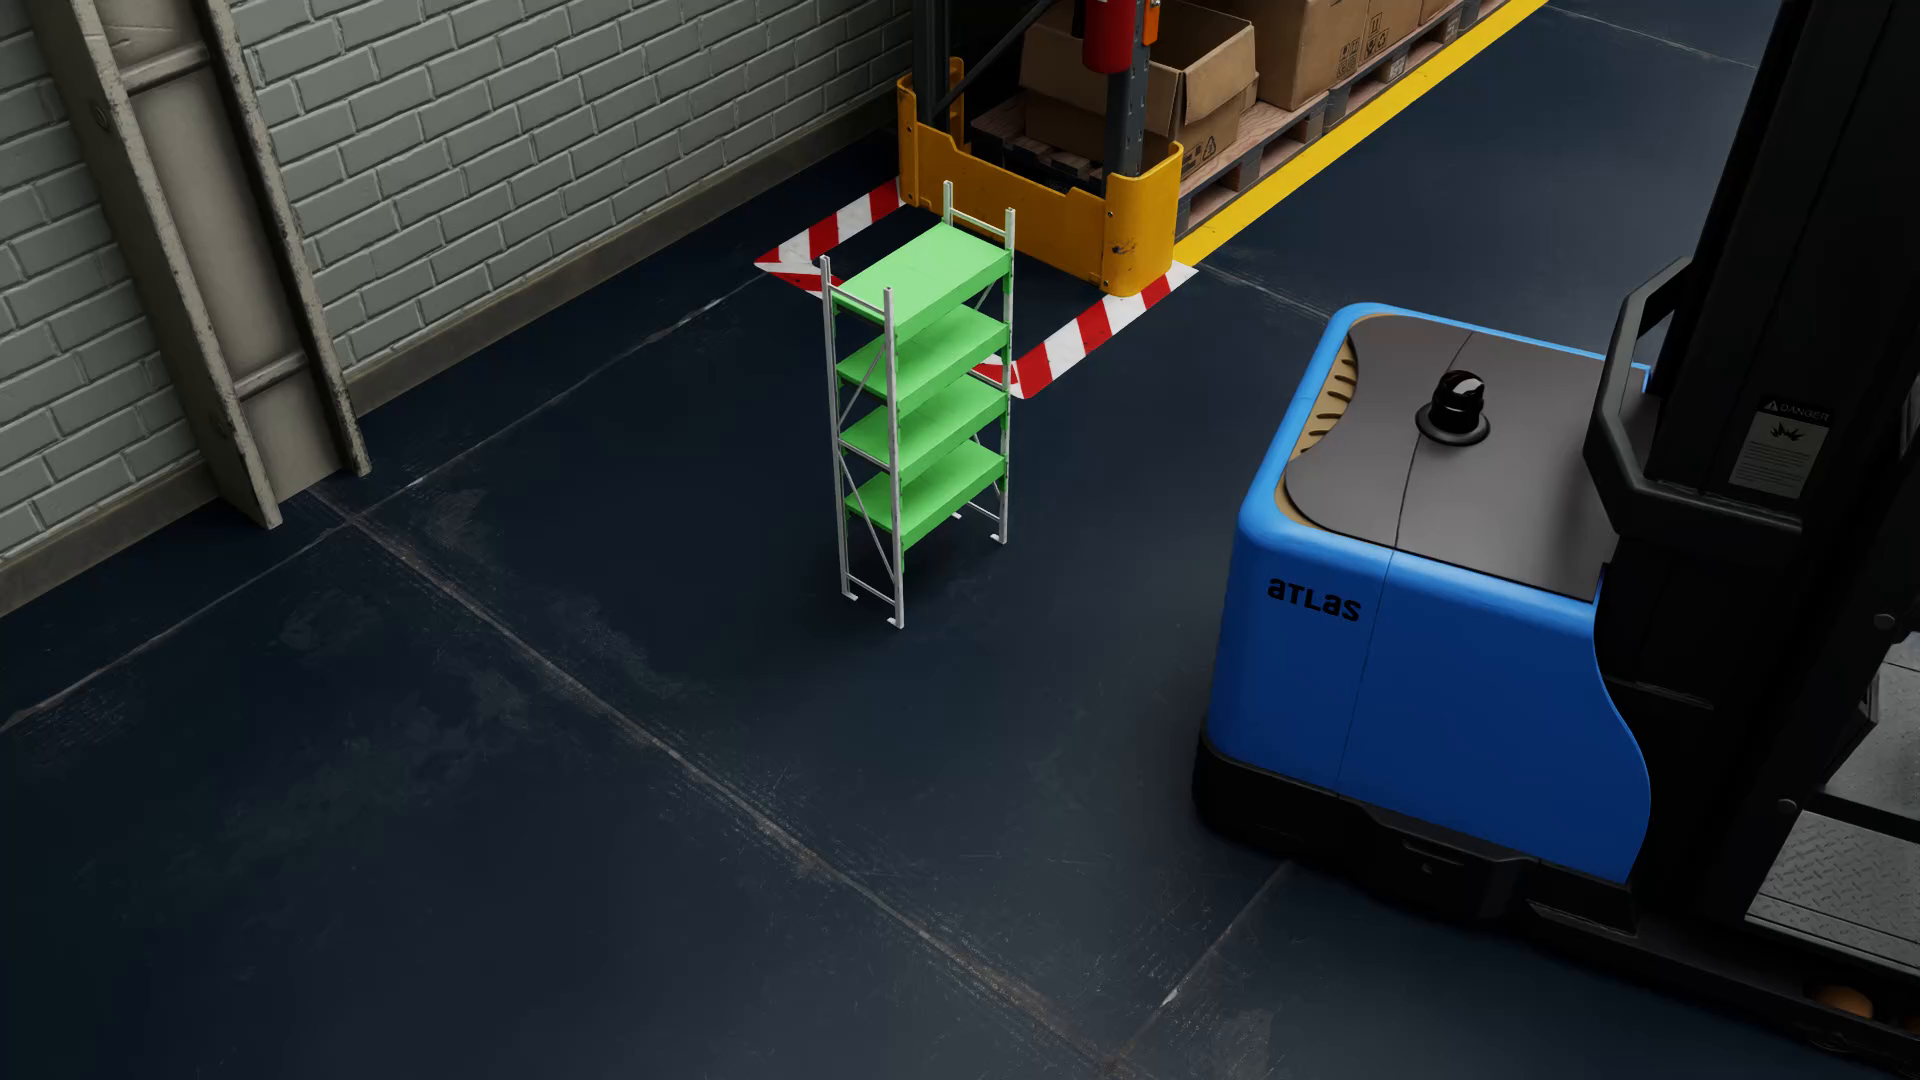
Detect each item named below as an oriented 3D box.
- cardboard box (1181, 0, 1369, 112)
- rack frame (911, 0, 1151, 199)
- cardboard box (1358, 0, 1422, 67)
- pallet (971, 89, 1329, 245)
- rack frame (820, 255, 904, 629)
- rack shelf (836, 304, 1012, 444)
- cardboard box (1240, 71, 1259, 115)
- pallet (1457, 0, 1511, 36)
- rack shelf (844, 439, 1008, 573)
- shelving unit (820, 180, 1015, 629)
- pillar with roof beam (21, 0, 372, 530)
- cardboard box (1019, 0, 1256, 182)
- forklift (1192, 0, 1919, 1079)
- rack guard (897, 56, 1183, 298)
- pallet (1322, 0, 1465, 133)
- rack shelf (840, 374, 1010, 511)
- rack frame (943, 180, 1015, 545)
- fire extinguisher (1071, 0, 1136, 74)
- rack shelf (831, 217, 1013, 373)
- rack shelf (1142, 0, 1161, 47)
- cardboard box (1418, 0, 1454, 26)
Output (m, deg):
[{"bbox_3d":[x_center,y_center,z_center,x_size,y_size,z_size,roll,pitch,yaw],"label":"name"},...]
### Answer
[{"bbox_3d":[1.283,-2.234,7.023,0.700,0.500,0.500,32,51,30],"label":"cardboard box"},{"bbox_3d":[0.237,-2.306,5.556,1.000,3.000,0.127,29,50,28],"label":"rack frame"},{"bbox_3d":[1.700,-2.462,7.274,0.500,0.500,0.500,30,50,29],"label":"cardboard box"},{"bbox_3d":[0.799,-1.724,6.989,1.003,0.211,1.213,29,50,28],"label":"pallet"},{"bbox_3d":[-0.264,-0.233,4.614,0.240,1.200,0.015,29,50,28],"label":"rack frame"},{"bbox_3d":[-0.107,-0.489,4.634,0.258,0.148,0.480,29,50,28],"label":"rack shelf"},{"bbox_3d":[1.007,-1.882,6.897,0.380,0.149,0.250,28,49,27],"label":"cardboard box"},{"bbox_3d":[2.369,-2.980,8.371,1.003,0.211,1.213,29,50,28],"label":"pallet"},{"bbox_3d":[-0.107,-0.134,4.957,0.258,0.148,0.480,29,50,28],"label":"rack shelf"},{"bbox_3d":[-0.107,-0.359,4.753,0.258,1.200,0.503,29,50,28],"label":"shelving unit"},{"bbox_3d":[1.107,-1.663,0.390,9.100,9.000,0.400,29,50,28],"label":"pillar with roof beam"},{"bbox_3d":[0.704,-1.811,6.556,0.797,0.503,0.637,28,49,27],"label":"cardboard box"},{"bbox_3d":[2.178,-0.237,3.332,3.031,2.935,1.130,16,45,17],"label":"forklift"},{"bbox_3d":[0.286,-1.420,6.440,1.175,0.500,0.348,29,50,28],"label":"rack guard"},{"bbox_3d":[1.584,-2.349,7.677,1.003,0.211,1.213,29,50,28],"label":"pallet"},{"bbox_3d":[-0.107,-0.311,4.796,0.258,0.148,0.480,29,50,28],"label":"rack shelf"},{"bbox_3d":[0.051,-0.484,4.891,0.240,1.200,0.015,29,50,28],"label":"rack frame"},{"bbox_3d":[0.496,-1.863,5.404,0.296,0.674,0.183,29,50,28],"label":"fire extinguisher"},{"bbox_3d":[-0.106,-0.667,4.473,0.258,0.148,0.480,29,50,28],"label":"rack shelf"},{"bbox_3d":[1.525,-3.069,6.931,1.077,0.370,4.000,29,50,28],"label":"rack shelf"},{"bbox_3d":[1.952,-2.768,7.611,0.700,0.500,0.500,28,49,27],"label":"cardboard box"}]
